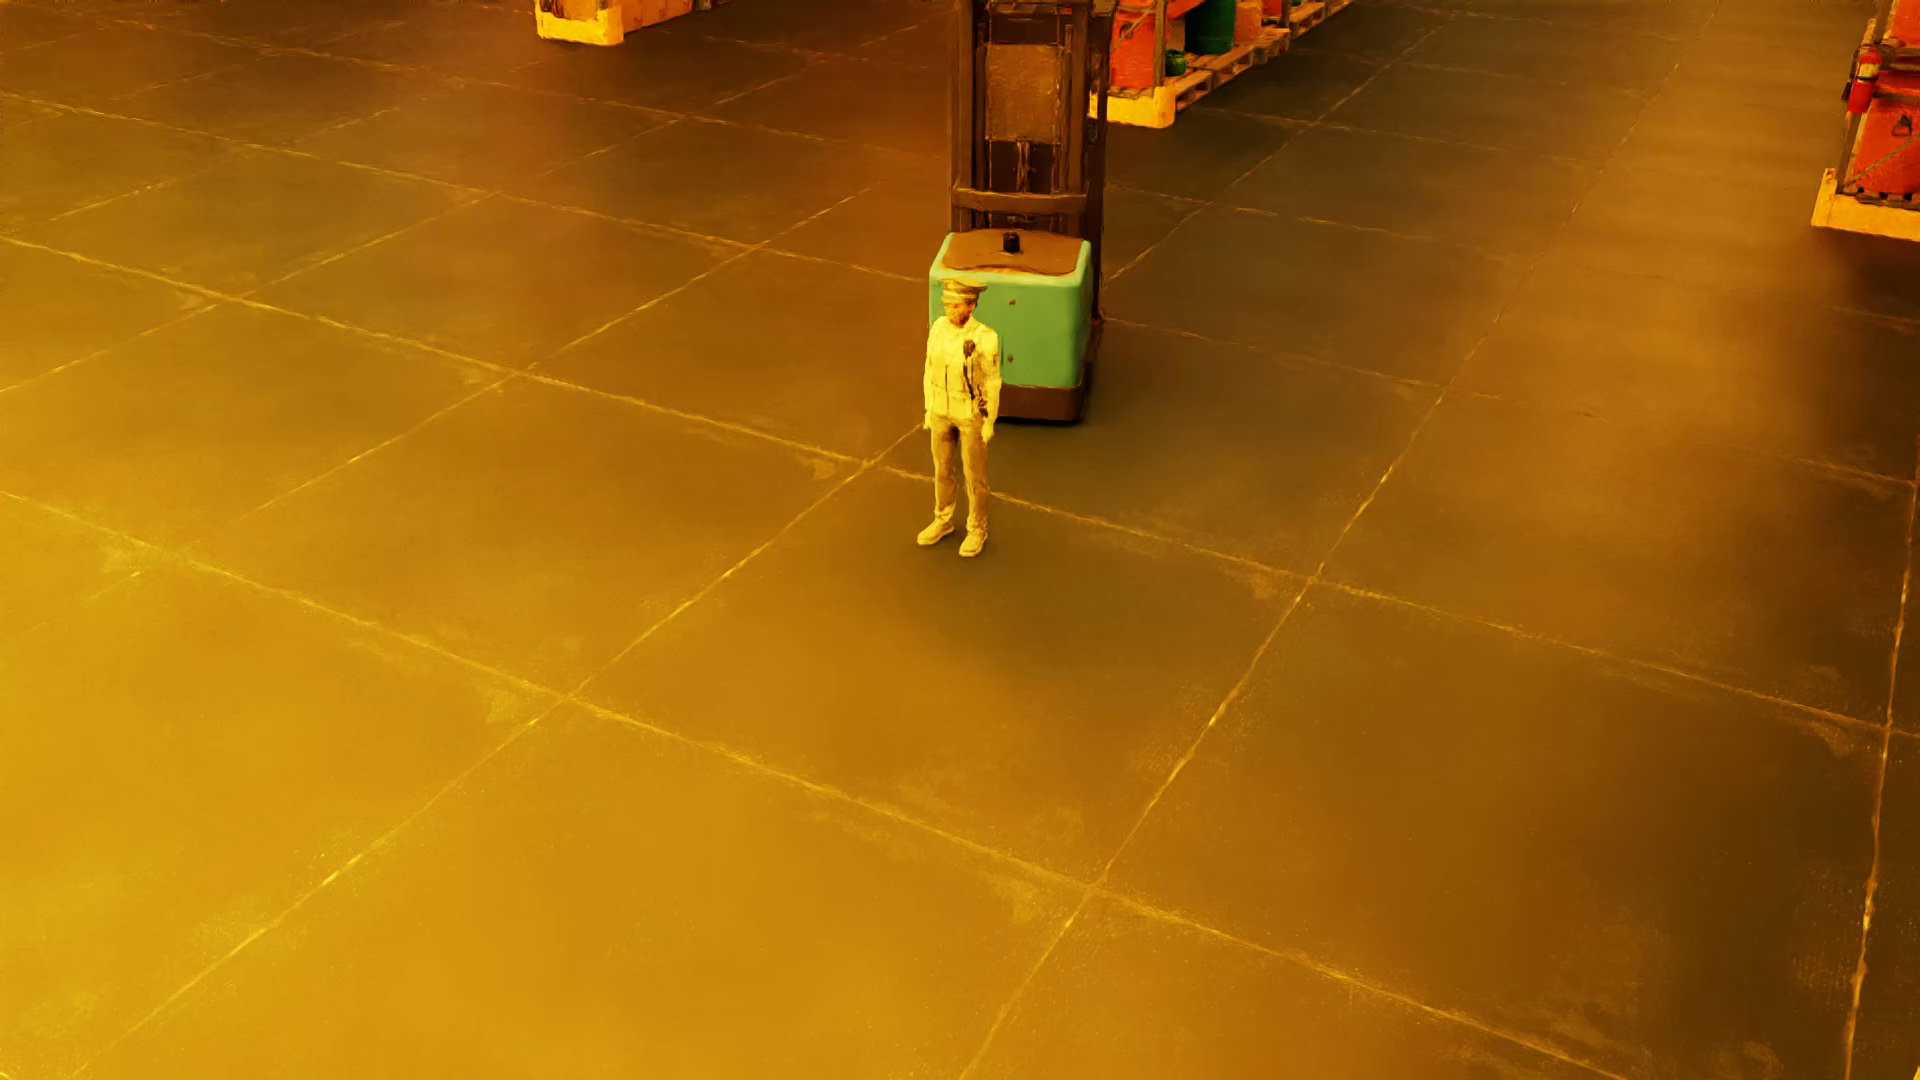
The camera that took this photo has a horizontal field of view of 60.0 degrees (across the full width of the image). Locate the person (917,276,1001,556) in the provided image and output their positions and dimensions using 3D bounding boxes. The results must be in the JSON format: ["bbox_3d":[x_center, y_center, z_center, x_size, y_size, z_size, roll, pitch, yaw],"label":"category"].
[{"bbox_3d":[-0.006,-0.723,9.569,0.463,1.692,0.337,15,33,25],"label":"person"}]

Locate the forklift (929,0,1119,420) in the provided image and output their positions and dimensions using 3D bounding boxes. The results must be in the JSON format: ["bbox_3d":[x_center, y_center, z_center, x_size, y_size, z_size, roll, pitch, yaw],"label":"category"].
[{"bbox_3d":[0.517,-2.797,11.917,1.130,2.935,3.031,4,30,8],"label":"forklift"}]
